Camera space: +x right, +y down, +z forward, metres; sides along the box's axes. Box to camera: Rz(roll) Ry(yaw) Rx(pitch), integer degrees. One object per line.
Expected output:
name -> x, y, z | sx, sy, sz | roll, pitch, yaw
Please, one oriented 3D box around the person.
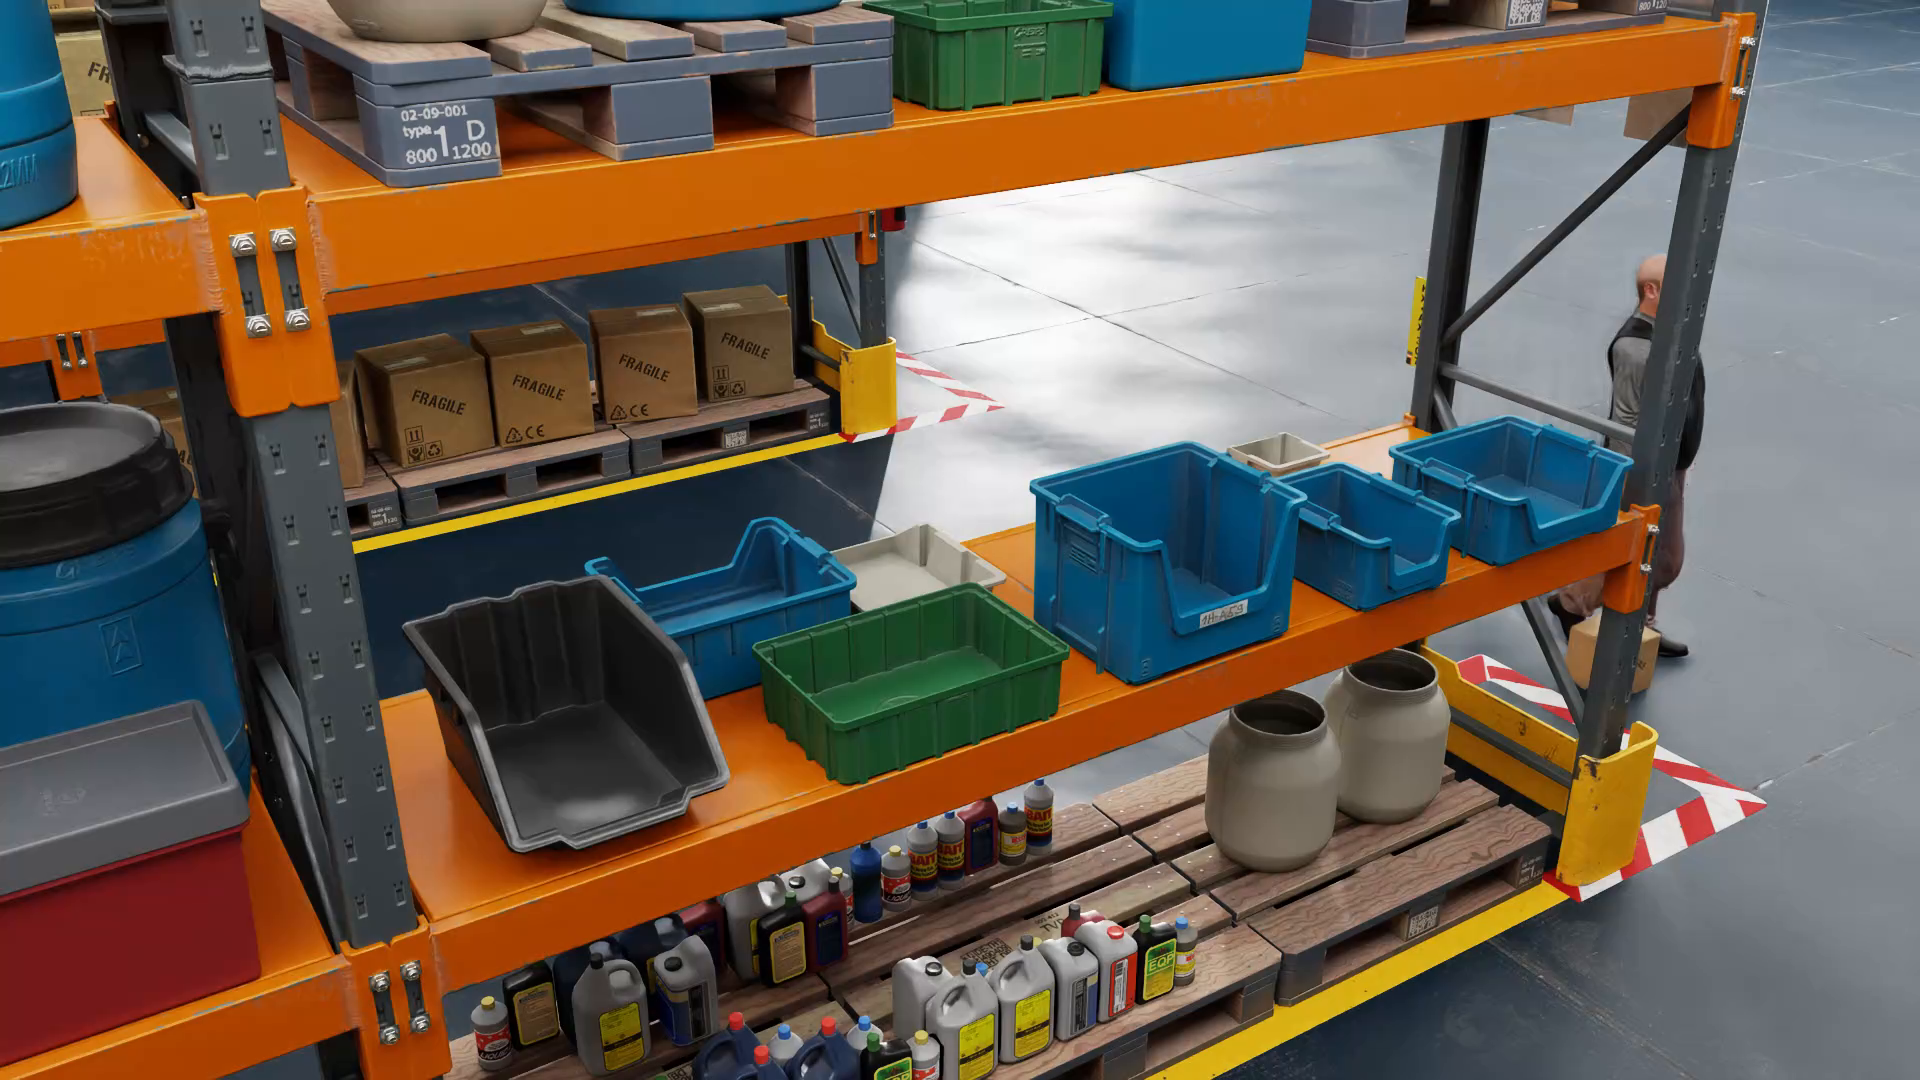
person -> 2.812, -0.311, 6.781 | 0.565, 1.711, 0.542 | 15, 29, 28
